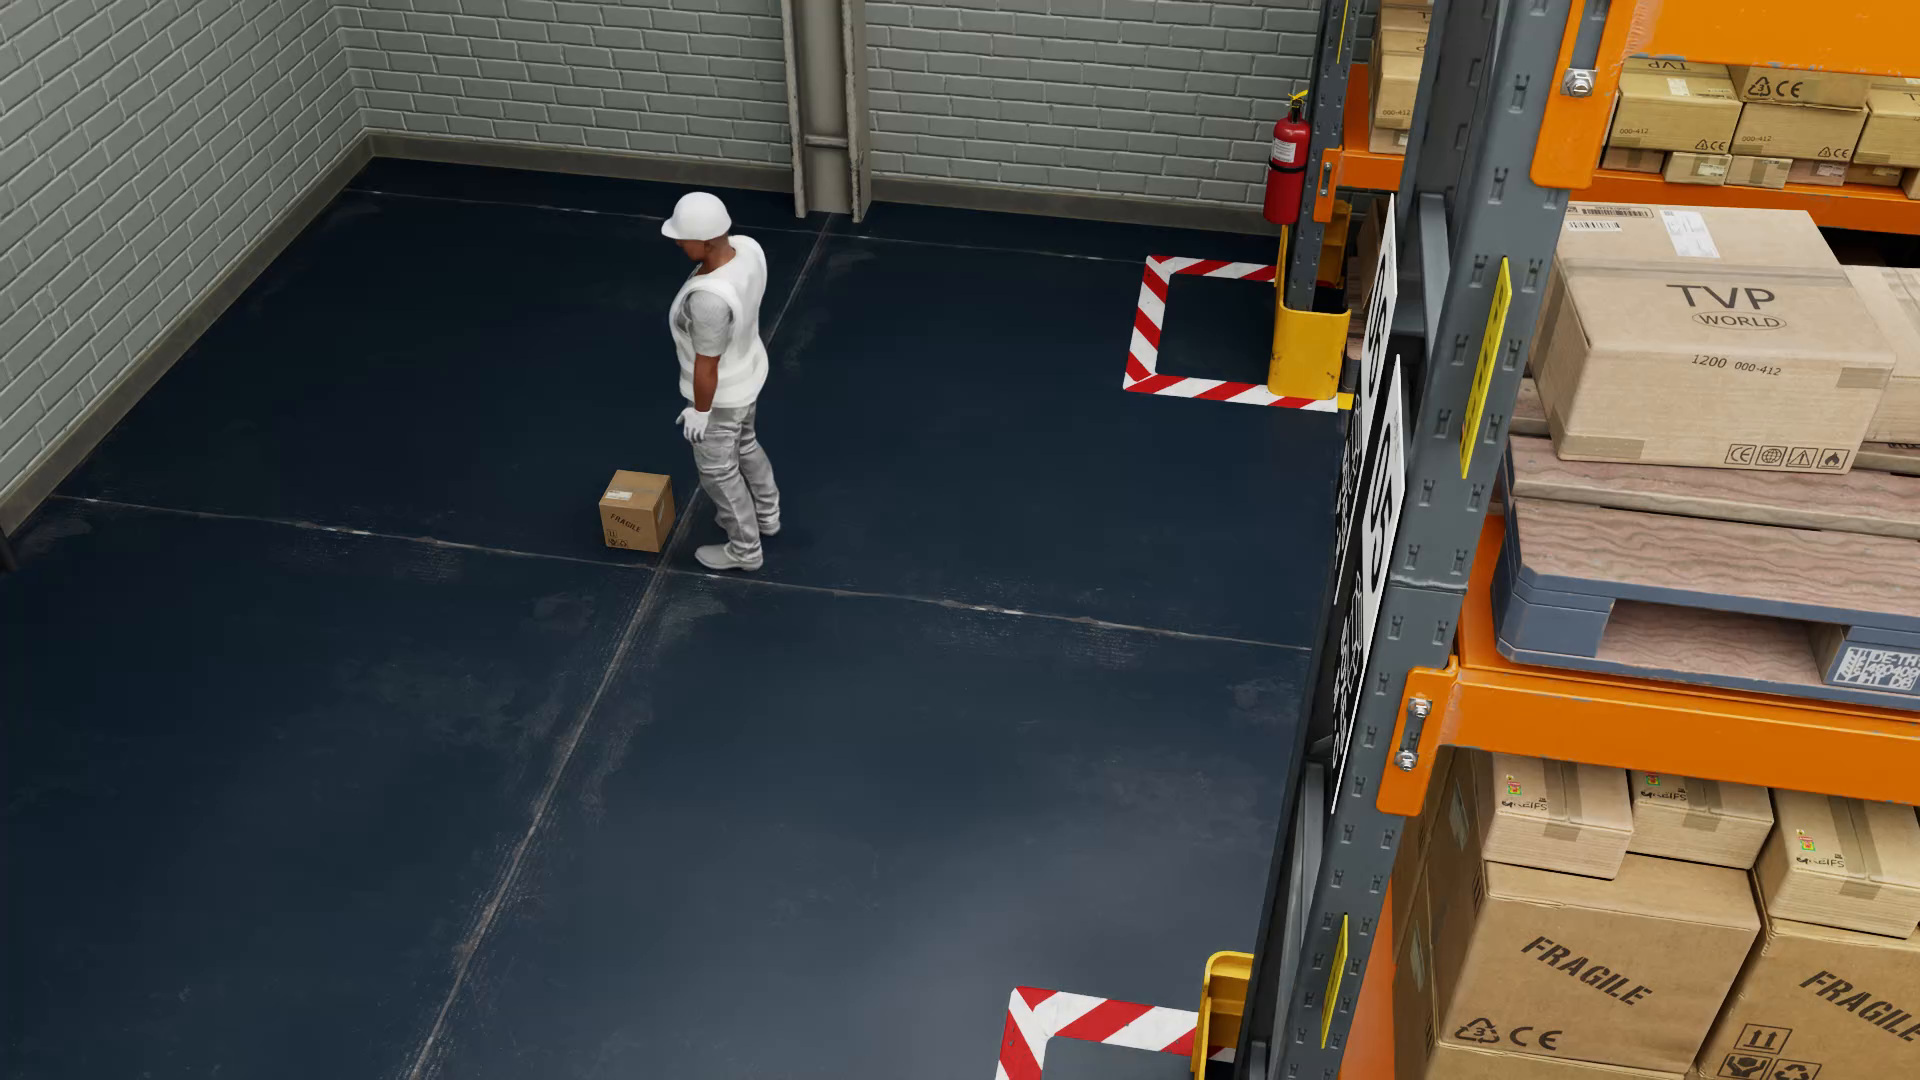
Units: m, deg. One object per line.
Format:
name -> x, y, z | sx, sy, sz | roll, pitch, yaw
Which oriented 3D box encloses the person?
person -> -0.982, -0.640, 6.906 | 0.360, 1.779, 0.548 | 7, 41, 9
